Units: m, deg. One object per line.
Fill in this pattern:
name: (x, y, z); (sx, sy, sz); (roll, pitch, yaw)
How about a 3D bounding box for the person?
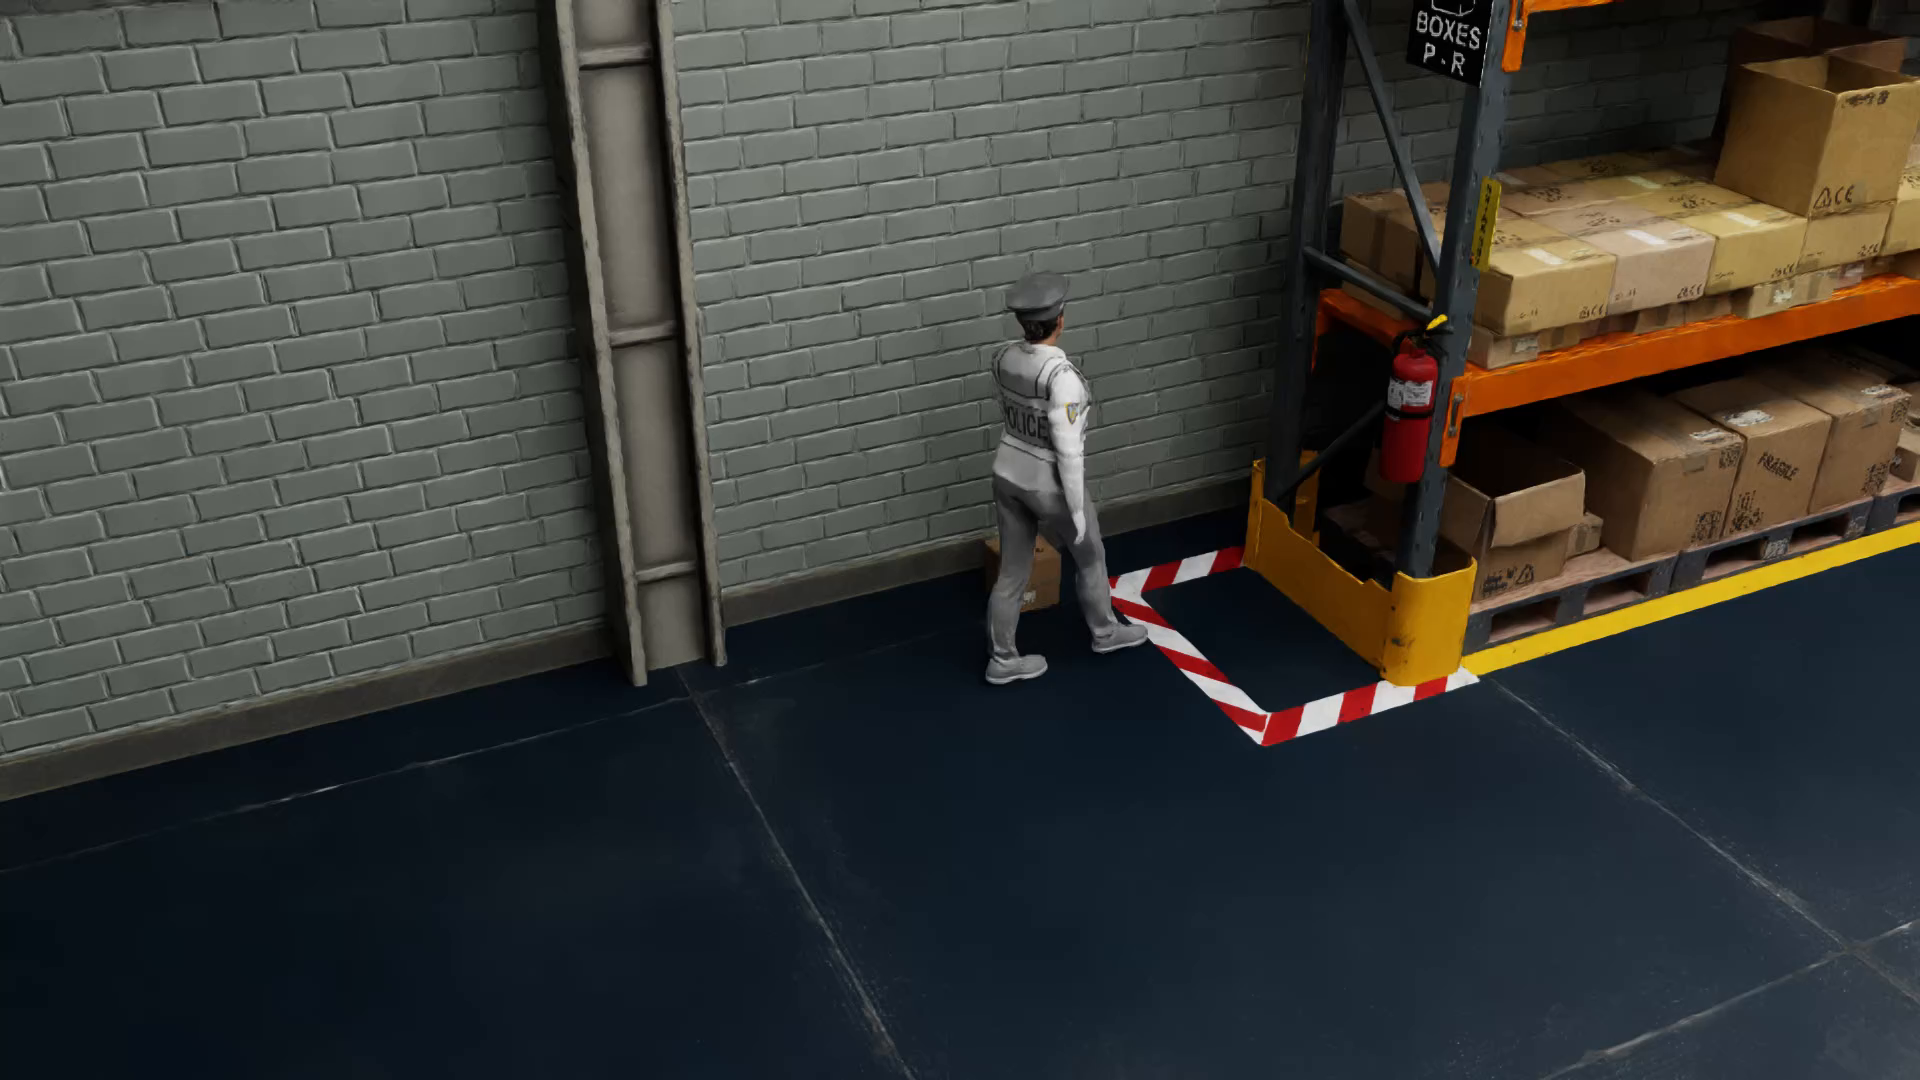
person: (0.388, -0.244, 6.539); (0.540, 1.649, 0.739); (26, 39, 38)
